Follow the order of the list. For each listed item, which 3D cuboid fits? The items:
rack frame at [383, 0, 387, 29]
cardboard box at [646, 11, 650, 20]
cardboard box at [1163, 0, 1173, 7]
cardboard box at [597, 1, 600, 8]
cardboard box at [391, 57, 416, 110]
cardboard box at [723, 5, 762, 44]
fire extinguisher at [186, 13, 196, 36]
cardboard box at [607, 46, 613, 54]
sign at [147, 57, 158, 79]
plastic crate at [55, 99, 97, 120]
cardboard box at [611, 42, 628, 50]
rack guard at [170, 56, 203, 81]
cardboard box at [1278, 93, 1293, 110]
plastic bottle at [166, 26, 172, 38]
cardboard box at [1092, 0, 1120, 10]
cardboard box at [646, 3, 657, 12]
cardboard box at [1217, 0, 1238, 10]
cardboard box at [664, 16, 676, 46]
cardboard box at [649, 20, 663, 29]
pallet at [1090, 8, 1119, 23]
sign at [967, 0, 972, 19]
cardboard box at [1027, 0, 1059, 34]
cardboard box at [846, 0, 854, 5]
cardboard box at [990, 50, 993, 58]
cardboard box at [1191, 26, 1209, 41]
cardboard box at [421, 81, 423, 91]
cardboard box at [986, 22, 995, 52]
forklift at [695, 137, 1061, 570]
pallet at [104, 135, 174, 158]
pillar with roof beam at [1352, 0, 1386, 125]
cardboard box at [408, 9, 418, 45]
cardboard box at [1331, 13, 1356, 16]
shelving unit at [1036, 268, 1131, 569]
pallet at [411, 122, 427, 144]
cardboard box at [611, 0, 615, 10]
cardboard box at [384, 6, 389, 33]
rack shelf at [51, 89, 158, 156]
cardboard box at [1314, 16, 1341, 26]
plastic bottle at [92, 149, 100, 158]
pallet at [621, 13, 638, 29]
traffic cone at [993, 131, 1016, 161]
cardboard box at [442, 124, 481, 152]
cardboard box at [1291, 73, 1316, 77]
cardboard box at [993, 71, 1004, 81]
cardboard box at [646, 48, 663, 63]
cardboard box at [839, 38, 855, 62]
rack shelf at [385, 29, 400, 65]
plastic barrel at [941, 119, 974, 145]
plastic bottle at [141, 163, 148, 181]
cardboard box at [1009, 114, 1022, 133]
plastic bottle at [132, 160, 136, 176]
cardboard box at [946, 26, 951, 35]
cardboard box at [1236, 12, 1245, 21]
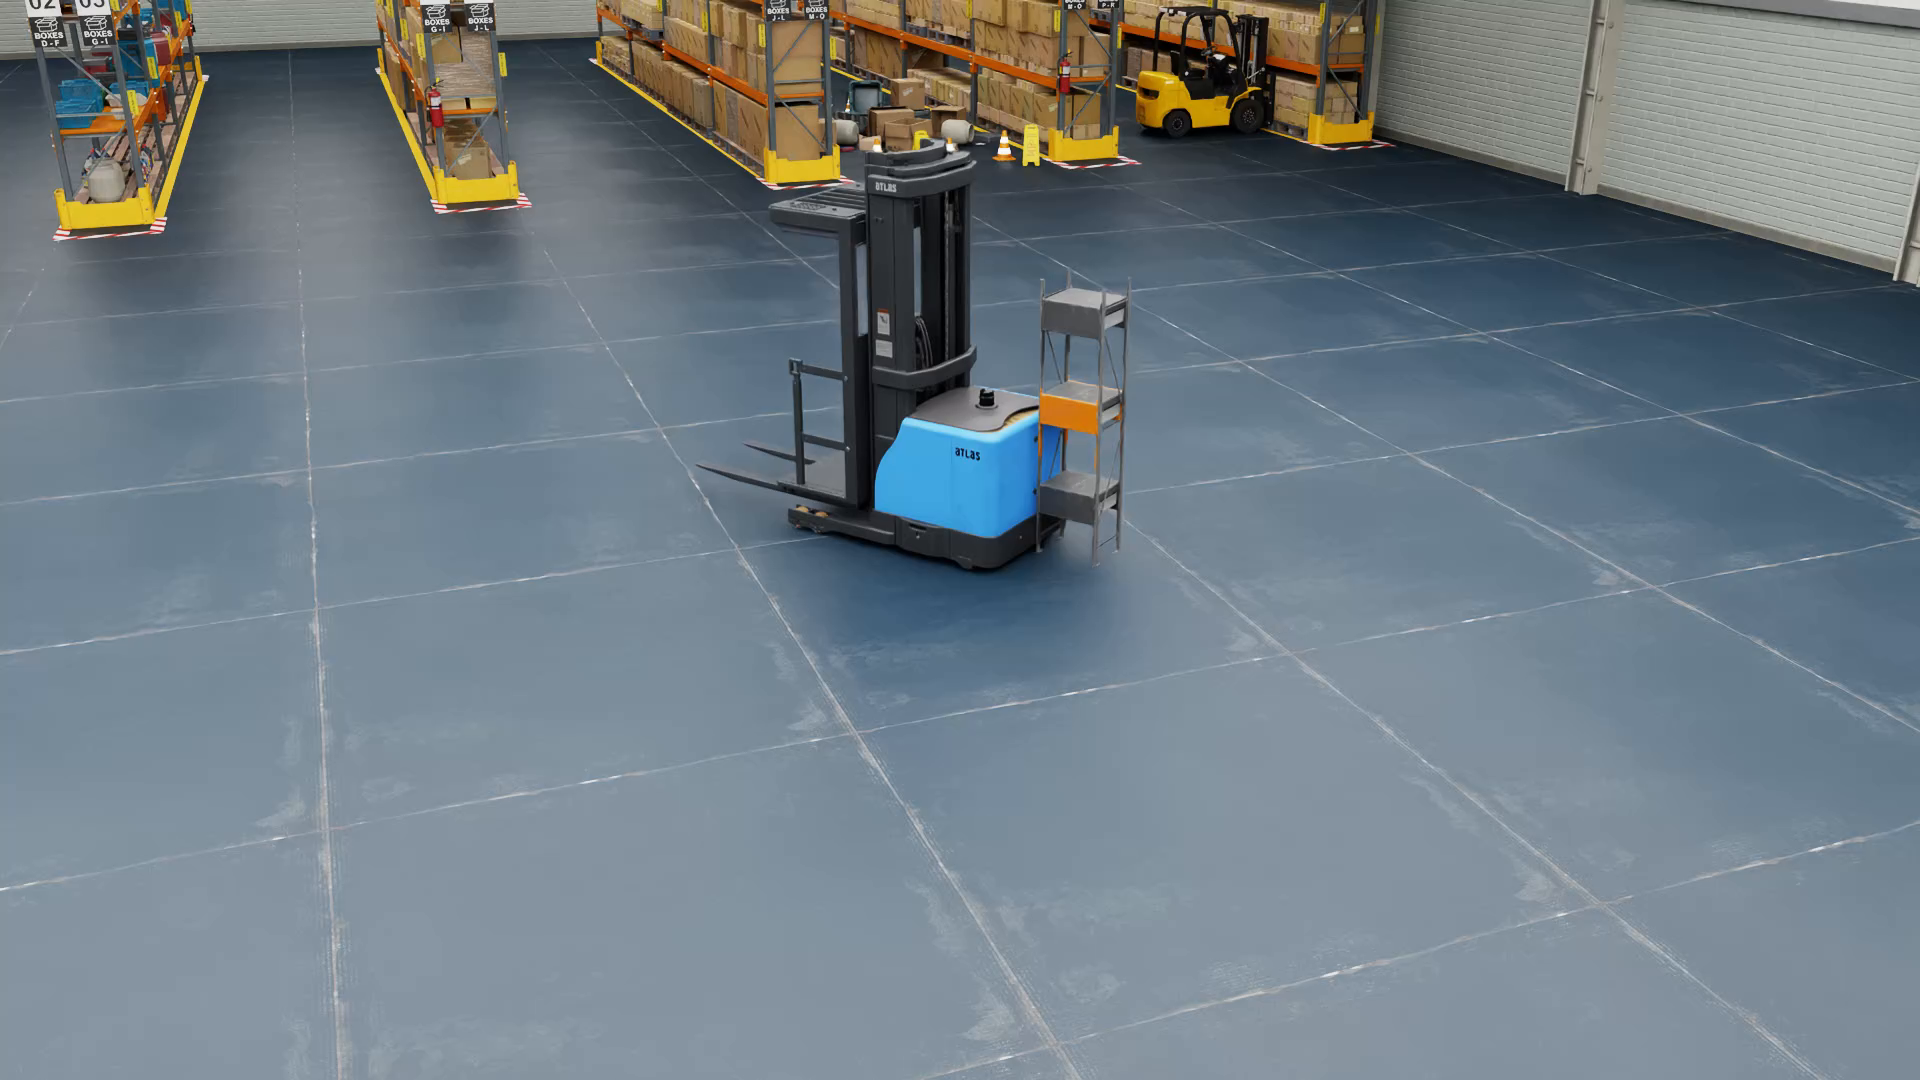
[{"bbox_3d":[-11.406,-10.806,34.527,1.000,3.000,0.127,-8,24,-19],"label":"rack frame"},{"bbox_3d":[-6.013,-10.425,33.023,0.380,0.149,0.250,-7,24,-17],"label":"cardboard box"},{"bbox_3d":[4.360,-10.926,33.847,0.380,0.149,0.250,-9,24,-20],"label":"cardboard box"},{"bbox_3d":[-8.335,-12.625,39.166,0.380,0.149,0.250,-9,24,-19],"label":"cardboard box"},{"bbox_3d":[-10.217,-8.821,32.011,1.225,0.875,0.875,-10,25,-21],"label":"cardboard box"},{"bbox_3d":[-3.441,-8.572,27.643,0.875,0.550,0.550,-8,24,-19],"label":"cardboard box"},{"bbox_3d":[-17.081,-11.490,36.728,0.296,0.674,0.183,-8,24,-19],"label":"fire extinguisher"},{"bbox_3d":[-7.996,-11.403,38.689,0.380,0.149,0.250,-8,24,-17],"label":"cardboard box"},{"bbox_3d":[-12.695,-7.419,26.134,0.100,0.325,0.005,-8,24,-19],"label":"sign"},{"bbox_3d":[-12.481,-6.076,23.494,0.499,0.251,0.408,-8,24,-19],"label":"plastic crate"},{"bbox_3d":[-7.793,-11.345,38.169,0.380,0.149,0.250,-8,24,-18],"label":"cardboard box"},{"bbox_3d":[-17.473,-10.435,36.865,1.175,0.500,0.348,-8,24,-19],"label":"rack guard"},{"bbox_3d":[6.115,-7.963,30.136,0.500,0.250,0.500,-9,24,-20],"label":"cardboard box"},{"bbox_3d":[-15.598,-9.971,32.704,0.152,0.276,0.135,-8,24,-19],"label":"plastic bottle"},{"bbox_3d":[3.245,-11.858,36.675,0.500,0.250,0.500,-10,25,-21],"label":"cardboard box"},{"bbox_3d":[-6.006,-10.555,32.948,0.380,0.149,0.250,-9,24,-20],"label":"cardboard box"},{"bbox_3d":[5.169,-10.267,31.901,0.380,0.149,0.250,-8,24,-18],"label":"cardboard box"},{"bbox_3d":[-5.411,-9.843,32.112,0.500,0.500,0.500,-8,24,-18],"label":"cardboard box"},{"bbox_3d":[-5.921,-10.191,32.849,0.380,0.149,0.250,-8,24,-18],"label":"cardboard box"},{"bbox_3d":[3.615,-11.543,36.522,1.213,0.211,1.003,-8,24,-19],"label":"pallet"},{"bbox_3d":[0.173,-9.715,30.448,0.100,0.325,0.005,-8,24,-19],"label":"sign"},{"bbox_3d":[1.548,-8.790,27.945,0.700,0.500,0.500,-8,24,-18],"label":"cardboard box"},{"bbox_3d":[-2.243,-12.129,37.214,0.500,0.250,0.500,-9,24,-21],"label":"cardboard box"},{"bbox_3d":[0.762,-8.808,30.109,0.380,0.149,0.250,-8,24,-19],"label":"cardboard box"},{"bbox_3d":[4.911,-10.020,32.854,0.500,0.250,0.500,-8,24,-18],"label":"cardboard box"},{"bbox_3d":[-8.243,-7.121,26.107,0.380,0.149,0.250,-8,24,-19],"label":"cardboard box"},{"bbox_3d":[0.785,-9.065,29.884,0.500,0.500,0.500,-8,24,-19],"label":"cardboard box"},{"bbox_3d":[-0.736,-1.556,12.668,3.031,2.935,1.130,14,27,30],"label":"forklift"},{"bbox_3d":[-13.962,-6.659,28.277,1.003,0.211,1.213,-8,24,-19],"label":"pallet"},{"bbox_3d":[3.316,-11.039,27.354,9.100,9.000,0.400,-8,24,-19],"label":"pillar with roof beam"},{"bbox_3d":[-8.481,-8.164,26.458,0.500,0.500,0.500,-8,24,-19],"label":"cardboard box"},{"bbox_3d":[6.792,-9.227,29.432,0.380,0.149,0.250,-7,24,-17],"label":"cardboard box"},{"bbox_3d":[0.889,-0.875,12.121,0.503,2.100,0.431,14,27,30],"label":"shelving unit"},{"bbox_3d":[-9.291,-7.341,29.896,1.003,0.211,1.213,-8,24,-19],"label":"pallet"},{"bbox_3d":[-7.522,-12.140,37.179,0.500,0.500,0.500,-8,24,-19],"label":"cardboard box"},{"bbox_3d":[-11.477,-10.651,34.030,0.500,0.500,0.500,-8,24,-19],"label":"cardboard box"},{"bbox_3d":[-12.507,-6.162,24.433,1.077,0.370,4.000,-8,24,-19],"label":"rack shelf"},{"bbox_3d":[6.423,-9.072,29.064,0.380,0.149,0.250,-8,24,-19],"label":"cardboard box"},{"bbox_3d":[-13.317,-5.852,25.616,0.144,0.351,0.185,-8,24,-18],"label":"plastic bottle"},{"bbox_3d":[-6.596,-11.064,35.385,1.003,0.211,1.213,-8,24,-19],"label":"pallet"},{"bbox_3d":[0.745,-6.616,27.851,0.336,0.463,0.334,-8,24,-19],"label":"traffic cone"},{"bbox_3d":[-7.974,-6.368,26.675,0.500,0.500,0.500,-11,25,-24],"label":"cardboard box"},{"bbox_3d":[6.407,-8.440,30.625,0.500,0.250,0.500,-9,24,-19],"label":"cardboard box"},{"bbox_3d":[0.818,-8.339,29.871,0.380,0.149,0.250,-7,24,-17],"label":"cardboard box"},{"bbox_3d":[-6.157,-9.965,34.244,0.500,0.250,0.500,-8,24,-18],"label":"cardboard box"},{"bbox_3d":[-2.256,-11.422,38.745,0.875,0.438,0.875,-9,24,-20],"label":"cardboard box"},{"bbox_3d":[-10.699,-9.748,32.942,1.077,0.370,4.000,-8,24,-19],"label":"rack shelf"},{"bbox_3d":[-0.042,-7.161,29.196,0.512,0.421,0.421,8,24,18],"label":"plastic barrel"},{"bbox_3d":[-12.212,-5.504,24.877,0.061,0.283,0.133,-8,24,-18],"label":"plastic bottle"},{"bbox_3d":[1.201,-7.368,29.368,0.500,0.250,0.500,-9,25,-21],"label":"cardboard box"},{"bbox_3d":[-12.580,-5.715,25.378,0.061,0.283,0.133,-8,24,-19],"label":"plastic bottle"},{"bbox_3d":[-0.044,-9.765,31.839,0.380,0.149,0.250,-8,24,-19],"label":"cardboard box"},{"bbox_3d":[5.429,-9.850,31.294,0.380,0.149,0.250,-8,24,-18],"label":"cardboard box"}]
